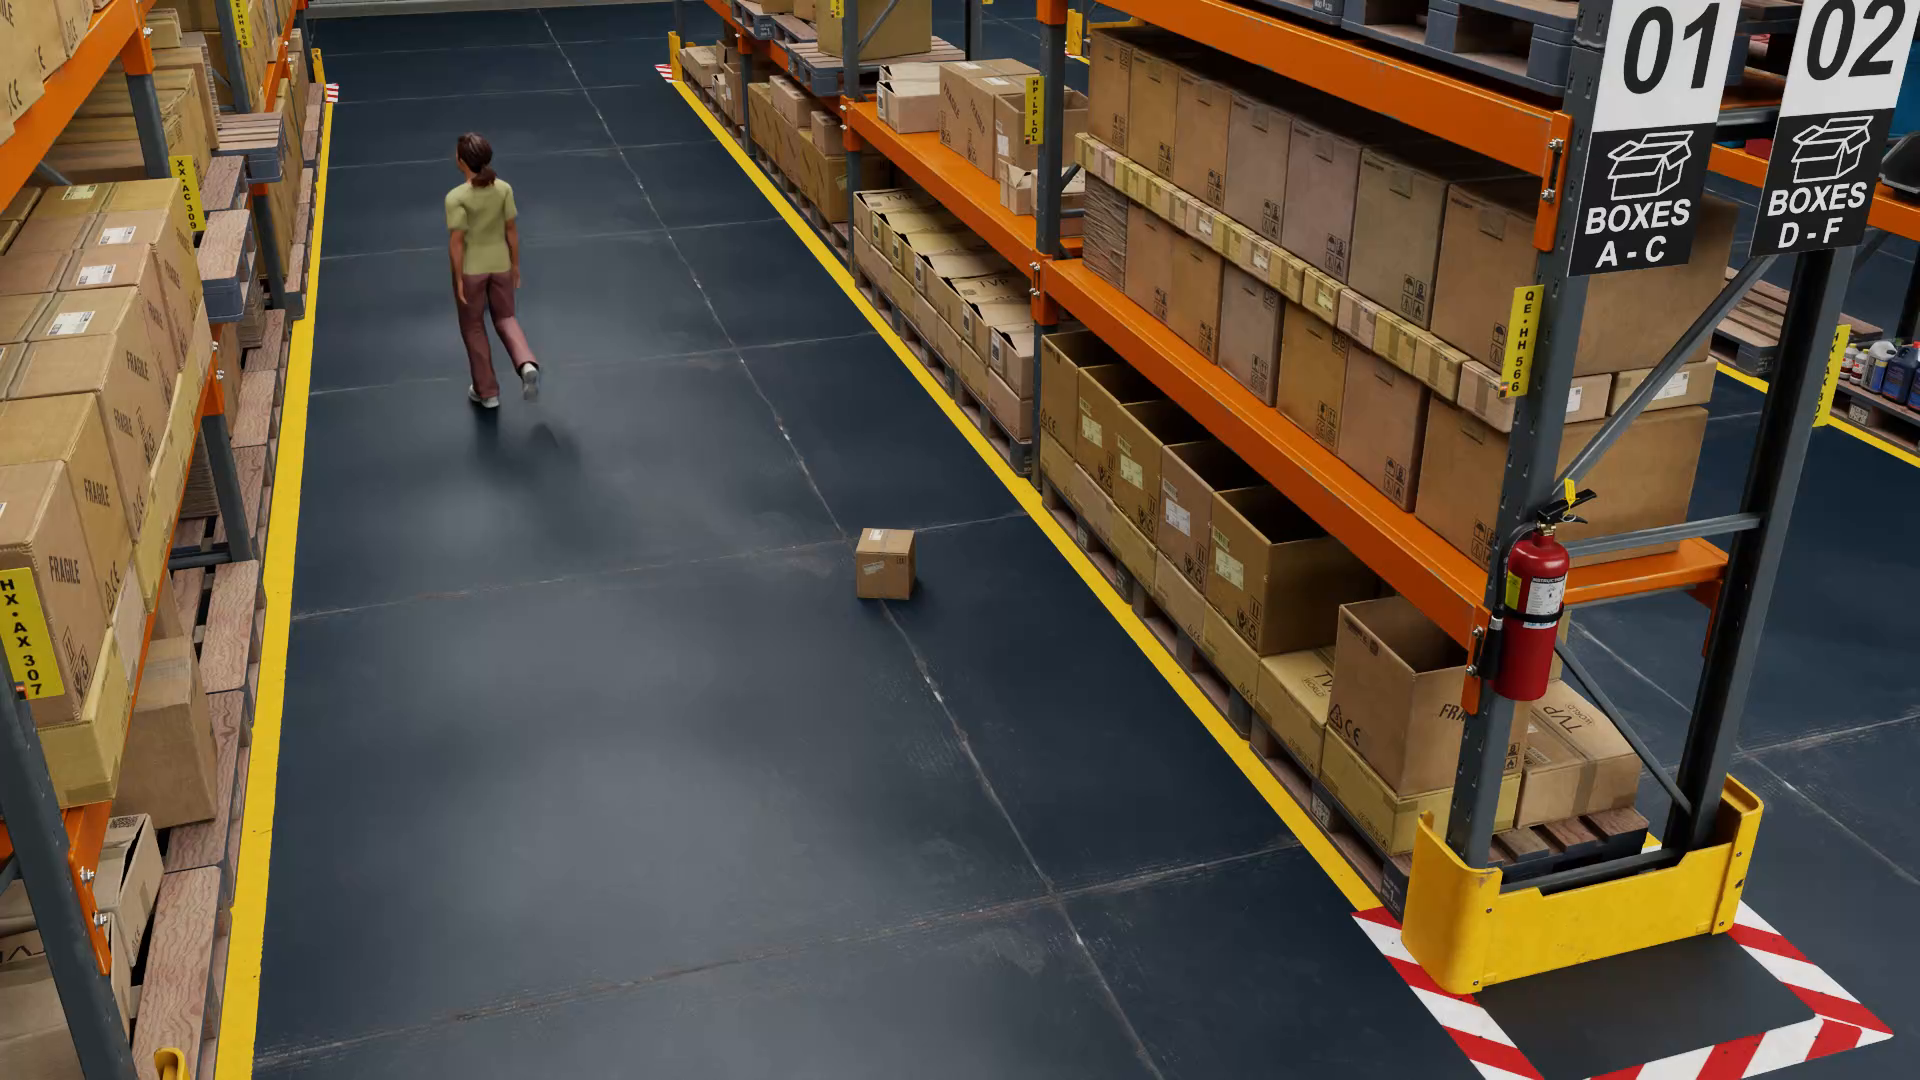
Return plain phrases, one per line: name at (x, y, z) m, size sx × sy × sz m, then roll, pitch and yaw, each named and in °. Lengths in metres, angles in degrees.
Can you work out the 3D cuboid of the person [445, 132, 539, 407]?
person at (-2.759, -1.547, 9.694) m, size 0.443 × 1.656 × 0.645 m, roll -20°, pitch 33°, yaw -34°
